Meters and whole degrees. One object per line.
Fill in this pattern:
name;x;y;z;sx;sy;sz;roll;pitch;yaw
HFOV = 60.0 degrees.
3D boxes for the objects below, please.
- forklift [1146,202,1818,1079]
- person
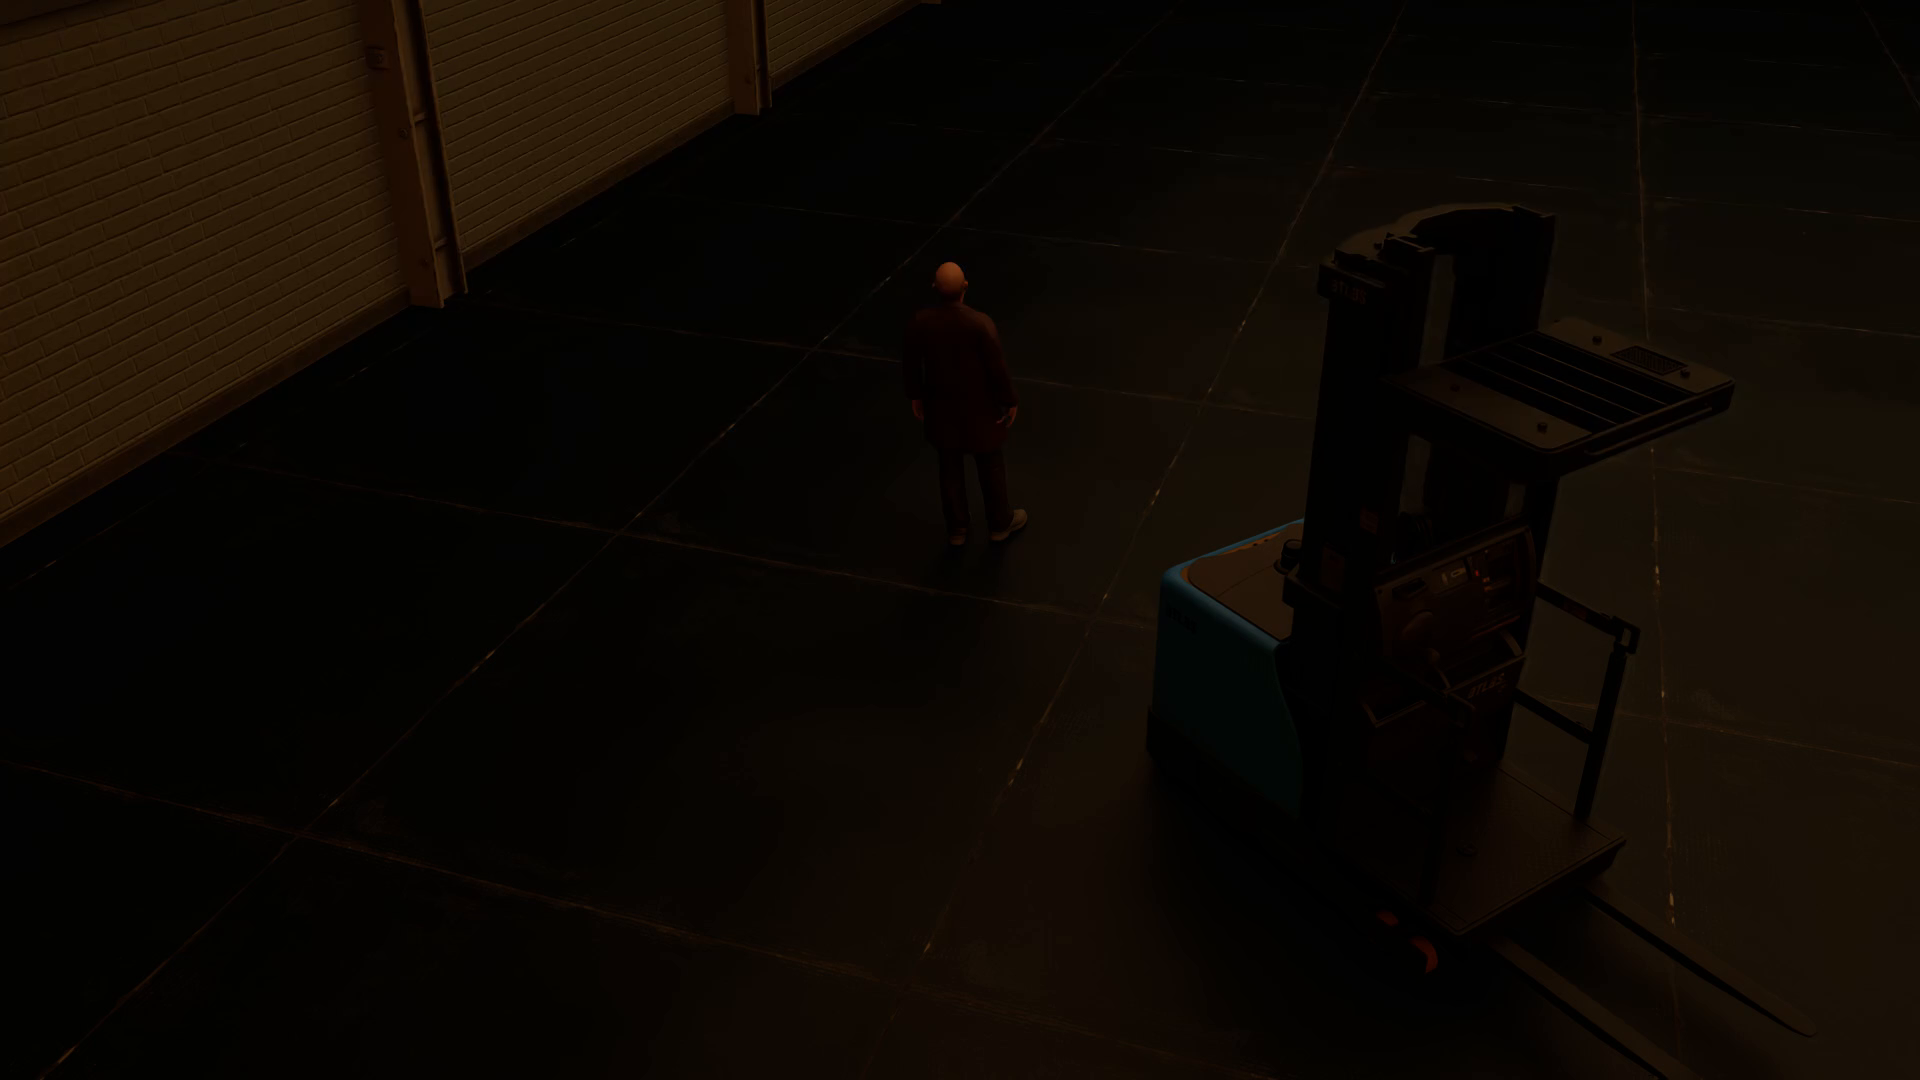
forklift;2.157;0.269;6.665;1.130;2.935;3.031;-19;35;-29
person;0.033;-0.821;9.727;0.696;1.777;0.579;10;31;16
